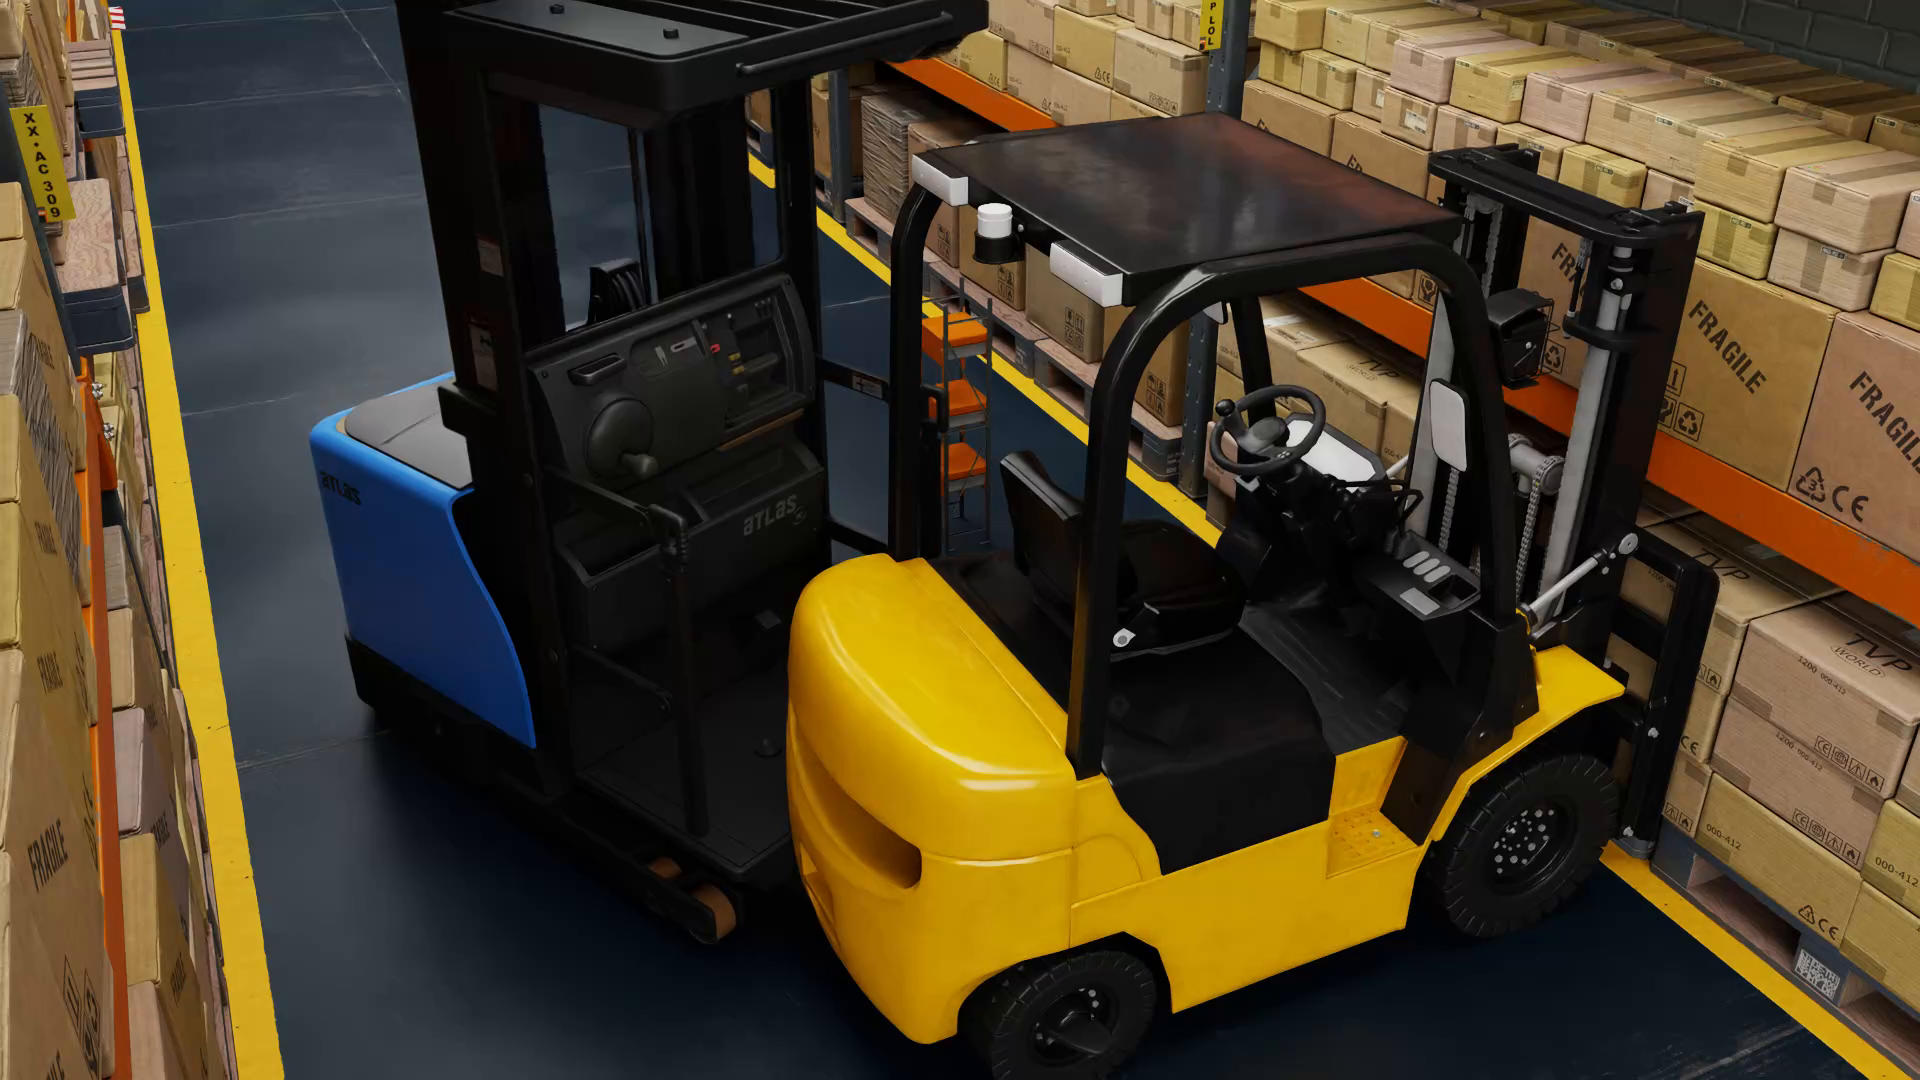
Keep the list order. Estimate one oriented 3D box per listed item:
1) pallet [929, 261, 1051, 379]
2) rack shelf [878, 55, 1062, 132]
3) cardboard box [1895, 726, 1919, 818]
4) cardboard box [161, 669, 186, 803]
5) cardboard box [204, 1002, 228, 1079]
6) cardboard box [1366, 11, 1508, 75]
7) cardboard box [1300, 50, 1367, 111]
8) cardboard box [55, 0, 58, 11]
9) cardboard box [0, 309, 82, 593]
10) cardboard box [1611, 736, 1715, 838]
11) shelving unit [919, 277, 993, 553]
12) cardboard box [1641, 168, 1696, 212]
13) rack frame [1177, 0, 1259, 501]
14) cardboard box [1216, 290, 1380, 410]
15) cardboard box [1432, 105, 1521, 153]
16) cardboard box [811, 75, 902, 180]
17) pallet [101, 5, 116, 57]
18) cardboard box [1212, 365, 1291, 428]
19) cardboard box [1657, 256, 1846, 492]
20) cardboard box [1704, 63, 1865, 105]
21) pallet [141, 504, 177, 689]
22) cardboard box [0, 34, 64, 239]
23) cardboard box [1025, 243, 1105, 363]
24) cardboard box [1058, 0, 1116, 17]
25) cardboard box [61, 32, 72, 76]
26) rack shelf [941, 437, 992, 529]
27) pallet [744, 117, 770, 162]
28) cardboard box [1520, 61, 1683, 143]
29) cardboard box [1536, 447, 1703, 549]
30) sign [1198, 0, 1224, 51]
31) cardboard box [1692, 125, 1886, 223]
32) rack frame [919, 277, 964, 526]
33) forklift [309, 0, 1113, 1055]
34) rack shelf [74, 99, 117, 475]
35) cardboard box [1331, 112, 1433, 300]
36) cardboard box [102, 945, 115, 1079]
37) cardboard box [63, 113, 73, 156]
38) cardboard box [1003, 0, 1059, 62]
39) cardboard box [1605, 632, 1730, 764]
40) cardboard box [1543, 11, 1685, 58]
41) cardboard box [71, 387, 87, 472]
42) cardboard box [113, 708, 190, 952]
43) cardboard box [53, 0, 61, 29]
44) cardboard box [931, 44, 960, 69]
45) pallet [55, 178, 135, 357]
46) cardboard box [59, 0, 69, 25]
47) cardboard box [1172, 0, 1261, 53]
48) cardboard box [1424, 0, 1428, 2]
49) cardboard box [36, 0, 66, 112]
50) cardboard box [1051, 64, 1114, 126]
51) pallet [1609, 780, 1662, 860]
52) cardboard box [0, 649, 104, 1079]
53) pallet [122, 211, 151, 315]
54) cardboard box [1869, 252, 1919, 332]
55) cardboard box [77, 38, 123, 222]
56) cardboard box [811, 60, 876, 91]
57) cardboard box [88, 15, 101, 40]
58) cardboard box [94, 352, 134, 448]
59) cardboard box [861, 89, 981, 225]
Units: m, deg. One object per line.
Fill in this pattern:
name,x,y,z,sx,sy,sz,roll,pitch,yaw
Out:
pallet,0.532,-1.246,8.756,1.003,0.211,1.213,-13,32,-22
rack shelf,0.553,-2.175,8.297,1.077,0.370,4.000,-13,32,-22
cardboard box,2.649,0.604,3.966,0.500,0.250,0.500,-12,31,-20
cardboard box,-2.574,0.660,4.889,0.500,0.250,0.500,-12,31,-20
cardboard box,-1.908,1.342,3.672,0.500,0.250,0.500,-11,31,-19
cardboard box,1.591,-1.651,5.558,0.380,0.149,0.250,-14,32,-23
cardboard box,1.423,-1.621,5.809,0.380,0.149,0.250,-12,32,-21
cardboard box,-4.782,-2.756,8.241,0.500,0.250,0.500,-13,32,-22
cardboard box,-2.201,-0.136,3.520,0.500,0.500,0.500,-12,32,-21
cardboard box,2.230,0.592,5.009,0.500,0.250,0.500,-13,32,-21
shelving unit,-0.023,-0.482,6.535,0.215,1.050,0.252,-13,32,-22
cardboard box,2.128,-0.950,4.611,0.380,0.149,0.250,-13,32,-22
rack frame,1.411,-1.605,6.545,1.000,3.000,0.127,-13,32,-22
cardboard box,1.335,-0.745,6.372,0.500,0.250,0.500,-14,32,-23
cardboard box,1.710,-1.271,5.185,0.380,0.149,0.250,-13,32,-22
cardboard box,-0.682,-2.607,10.458,0.500,0.500,0.500,-12,31,-21
pallet,-7.808,-4.309,14.218,1.003,0.211,1.213,-13,32,-22
cardboard box,1.340,-0.528,6.496,0.500,0.250,0.500,-13,32,-22
cardboard box,2.245,-0.501,4.475,0.500,0.500,0.500,-14,32,-23
cardboard box,2.422,-1.293,4.919,0.380,0.149,0.250,-12,31,-21
pallet,-3.406,0.312,5.979,1.003,0.211,1.213,-13,32,-22
cardboard box,-3.012,-1.185,4.961,0.500,0.500,0.500,-12,32,-21
cardboard box,0.851,-1.325,8.045,0.875,0.625,0.625,-13,32,-22
cardboard box,0.647,-2.354,7.115,0.380,0.149,0.250,-14,32,-24
cardboard box,-4.105,-2.101,7.258,0.380,0.149,0.250,-13,32,-22
rack shelf,-0.023,-0.230,6.676,0.215,0.259,0.240,-13,32,-22
pallet,-1.112,-3.032,11.941,1.003,0.211,1.213,-13,32,-22
cardboard box,1.905,-1.306,4.942,0.380,0.149,0.250,-13,32,-22
cardboard box,1.988,-0.067,5.161,0.500,0.250,0.500,-14,32,-23
sign,0.925,-1.957,6.071,0.100,0.325,0.005,-13,32,-22
cardboard box,2.146,-0.951,4.310,0.380,0.149,0.250,-12,32,-21
rack frame,-0.075,-0.535,6.631,0.200,1.050,0.008,-13,32,-22
forklift,-0.608,-0.428,4.517,3.031,2.935,1.130,22,36,34
rack shelf,-3.929,-1.131,6.435,1.077,0.370,4.000,-13,32,-22
cardboard box,1.604,-1.171,5.670,0.500,0.500,0.500,-13,32,-21
cardboard box,-1.541,0.757,2.589,0.380,0.149,0.250,-13,32,-21
cardboard box,-3.557,-1.527,6.233,0.380,0.149,0.250,-12,31,-20
cardboard box,0.528,-2.374,7.558,0.500,0.250,0.500,-12,32,-21
cardboard box,2.191,0.363,4.906,0.500,0.250,0.500,-14,32,-23
cardboard box,2.181,-1.653,5.561,0.380,0.149,0.250,-14,32,-23
cardboard box,-2.544,-0.265,4.412,0.380,0.149,0.250,-12,32,-21
cardboard box,-2.134,0.782,3.903,0.500,0.500,0.500,-11,31,-19
cardboard box,-4.341,-2.542,7.381,0.500,0.500,0.500,-14,32,-23
cardboard box,0.103,-2.610,8.491,0.500,0.250,0.500,-14,32,-24
pallet,-3.267,-0.846,5.387,1.003,0.211,1.213,-13,32,-22
cardboard box,-5.227,-2.988,9.165,0.500,0.250,0.500,-12,31,-20
cardboard box,1.064,-2.036,6.548,0.380,0.149,0.250,-12,31,-20
cardboard box,1.821,-1.984,6.151,0.380,0.149,0.250,-13,32,-22
cardboard box,-3.658,-1.852,6.150,0.500,0.500,0.500,-14,32,-24
cardboard box,0.738,-1.928,7.275,0.500,0.250,0.500,-13,32,-22
pallet,2.242,0.511,5.623,1.003,0.211,1.213,-13,32,-22
cardboard box,-1.531,0.537,2.319,0.500,0.500,0.500,-12,31,-20
pallet,-5.058,-1.476,9.166,1.003,0.211,1.213,-13,32,-22
cardboard box,2.438,-0.605,3.997,0.380,0.149,0.250,-13,32,-22
cardboard box,-5.388,-2.302,9.531,0.875,0.875,0.875,-13,32,-21
cardboard box,-0.747,-2.913,10.341,0.380,0.149,0.250,-15,32,-24
cardboard box,-6.677,-3.461,12.045,0.875,0.438,0.875,-14,32,-23
cardboard box,-3.909,-0.453,6.748,0.950,0.372,0.625,-12,31,-20
cardboard box,-0.051,-2.241,9.678,0.875,0.625,0.625,-12,31,-20
